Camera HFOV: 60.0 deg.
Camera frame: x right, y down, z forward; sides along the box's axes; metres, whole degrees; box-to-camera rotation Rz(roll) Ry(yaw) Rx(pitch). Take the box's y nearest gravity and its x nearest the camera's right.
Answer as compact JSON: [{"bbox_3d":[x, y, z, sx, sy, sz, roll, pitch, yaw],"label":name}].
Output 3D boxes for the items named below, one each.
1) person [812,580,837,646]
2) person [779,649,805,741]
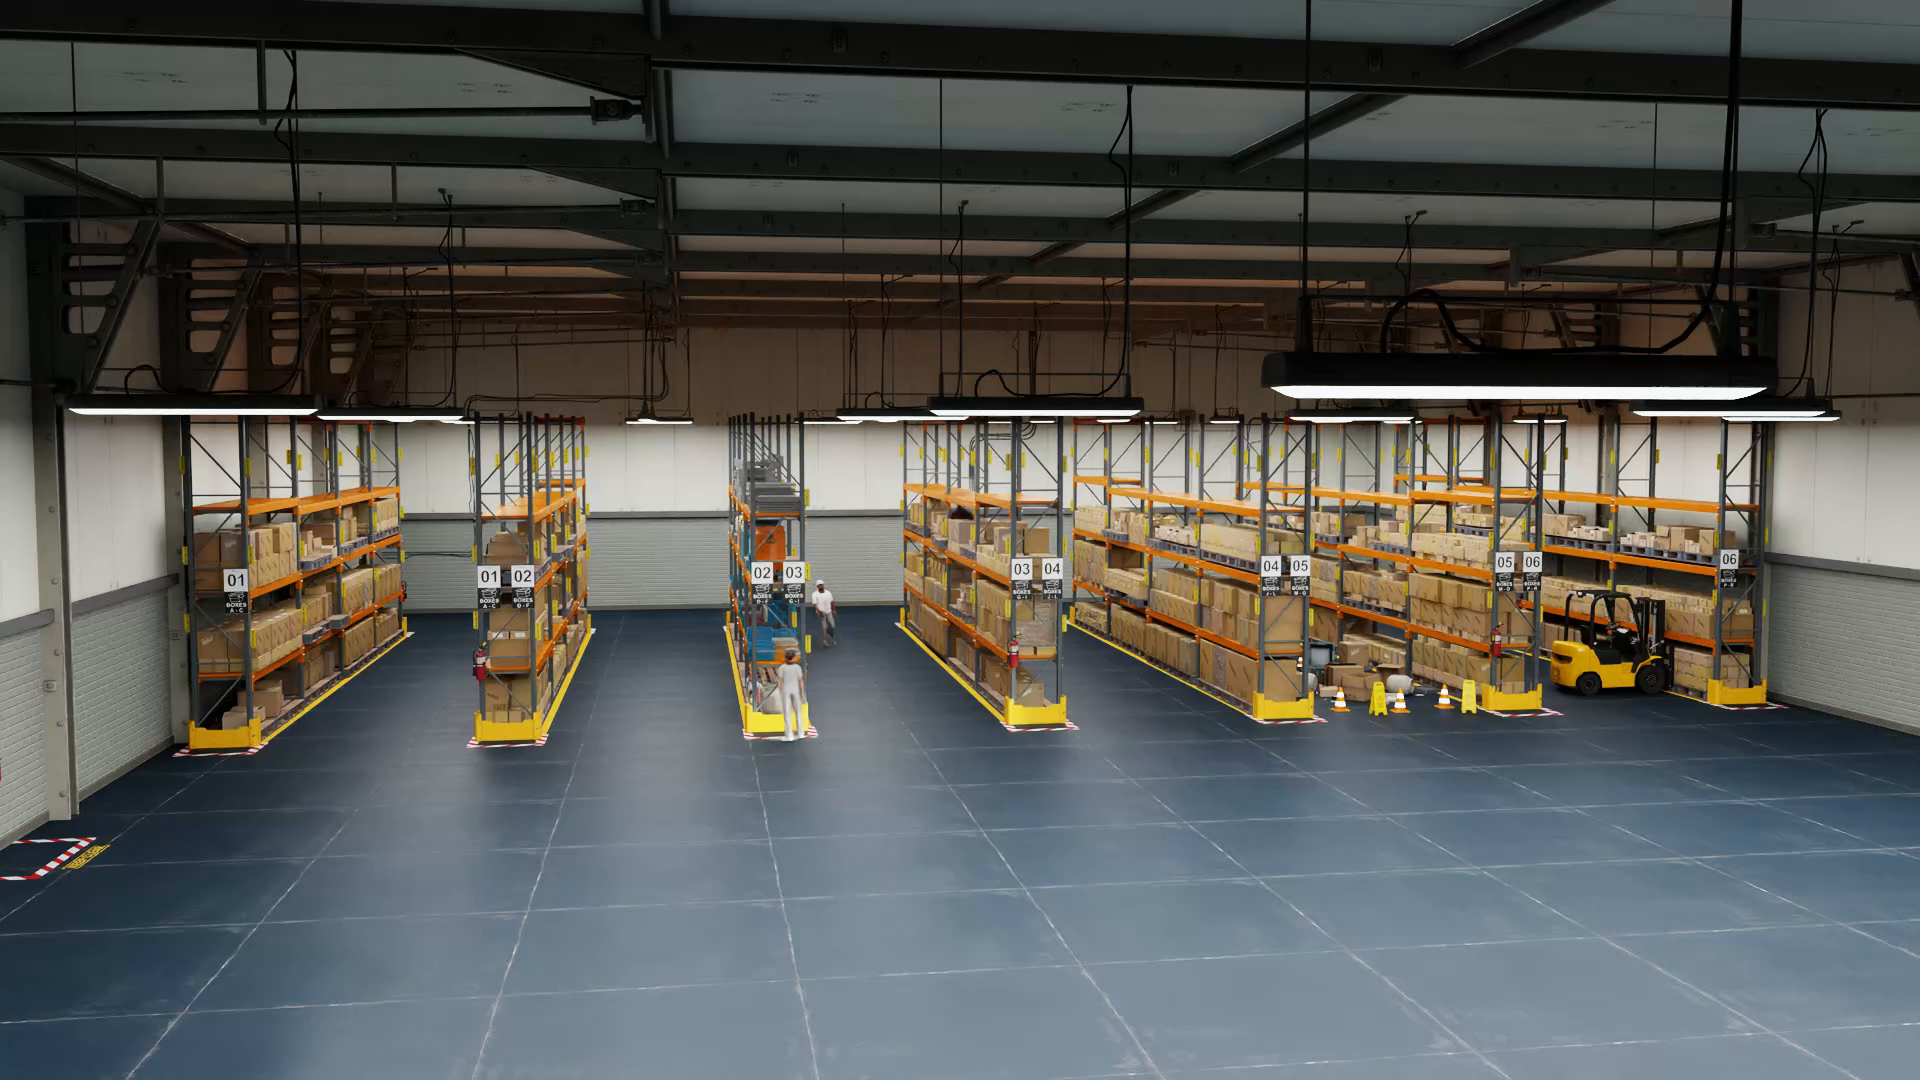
[{"bbox_3d":[-3.477,1.901,43.072,0.665,1.743,0.558,-2,4,-28],"label":"person"},{"bbox_3d":[-3.076,2.825,30.371,0.473,1.691,0.493,-1,4,-8],"label":"person"}]
